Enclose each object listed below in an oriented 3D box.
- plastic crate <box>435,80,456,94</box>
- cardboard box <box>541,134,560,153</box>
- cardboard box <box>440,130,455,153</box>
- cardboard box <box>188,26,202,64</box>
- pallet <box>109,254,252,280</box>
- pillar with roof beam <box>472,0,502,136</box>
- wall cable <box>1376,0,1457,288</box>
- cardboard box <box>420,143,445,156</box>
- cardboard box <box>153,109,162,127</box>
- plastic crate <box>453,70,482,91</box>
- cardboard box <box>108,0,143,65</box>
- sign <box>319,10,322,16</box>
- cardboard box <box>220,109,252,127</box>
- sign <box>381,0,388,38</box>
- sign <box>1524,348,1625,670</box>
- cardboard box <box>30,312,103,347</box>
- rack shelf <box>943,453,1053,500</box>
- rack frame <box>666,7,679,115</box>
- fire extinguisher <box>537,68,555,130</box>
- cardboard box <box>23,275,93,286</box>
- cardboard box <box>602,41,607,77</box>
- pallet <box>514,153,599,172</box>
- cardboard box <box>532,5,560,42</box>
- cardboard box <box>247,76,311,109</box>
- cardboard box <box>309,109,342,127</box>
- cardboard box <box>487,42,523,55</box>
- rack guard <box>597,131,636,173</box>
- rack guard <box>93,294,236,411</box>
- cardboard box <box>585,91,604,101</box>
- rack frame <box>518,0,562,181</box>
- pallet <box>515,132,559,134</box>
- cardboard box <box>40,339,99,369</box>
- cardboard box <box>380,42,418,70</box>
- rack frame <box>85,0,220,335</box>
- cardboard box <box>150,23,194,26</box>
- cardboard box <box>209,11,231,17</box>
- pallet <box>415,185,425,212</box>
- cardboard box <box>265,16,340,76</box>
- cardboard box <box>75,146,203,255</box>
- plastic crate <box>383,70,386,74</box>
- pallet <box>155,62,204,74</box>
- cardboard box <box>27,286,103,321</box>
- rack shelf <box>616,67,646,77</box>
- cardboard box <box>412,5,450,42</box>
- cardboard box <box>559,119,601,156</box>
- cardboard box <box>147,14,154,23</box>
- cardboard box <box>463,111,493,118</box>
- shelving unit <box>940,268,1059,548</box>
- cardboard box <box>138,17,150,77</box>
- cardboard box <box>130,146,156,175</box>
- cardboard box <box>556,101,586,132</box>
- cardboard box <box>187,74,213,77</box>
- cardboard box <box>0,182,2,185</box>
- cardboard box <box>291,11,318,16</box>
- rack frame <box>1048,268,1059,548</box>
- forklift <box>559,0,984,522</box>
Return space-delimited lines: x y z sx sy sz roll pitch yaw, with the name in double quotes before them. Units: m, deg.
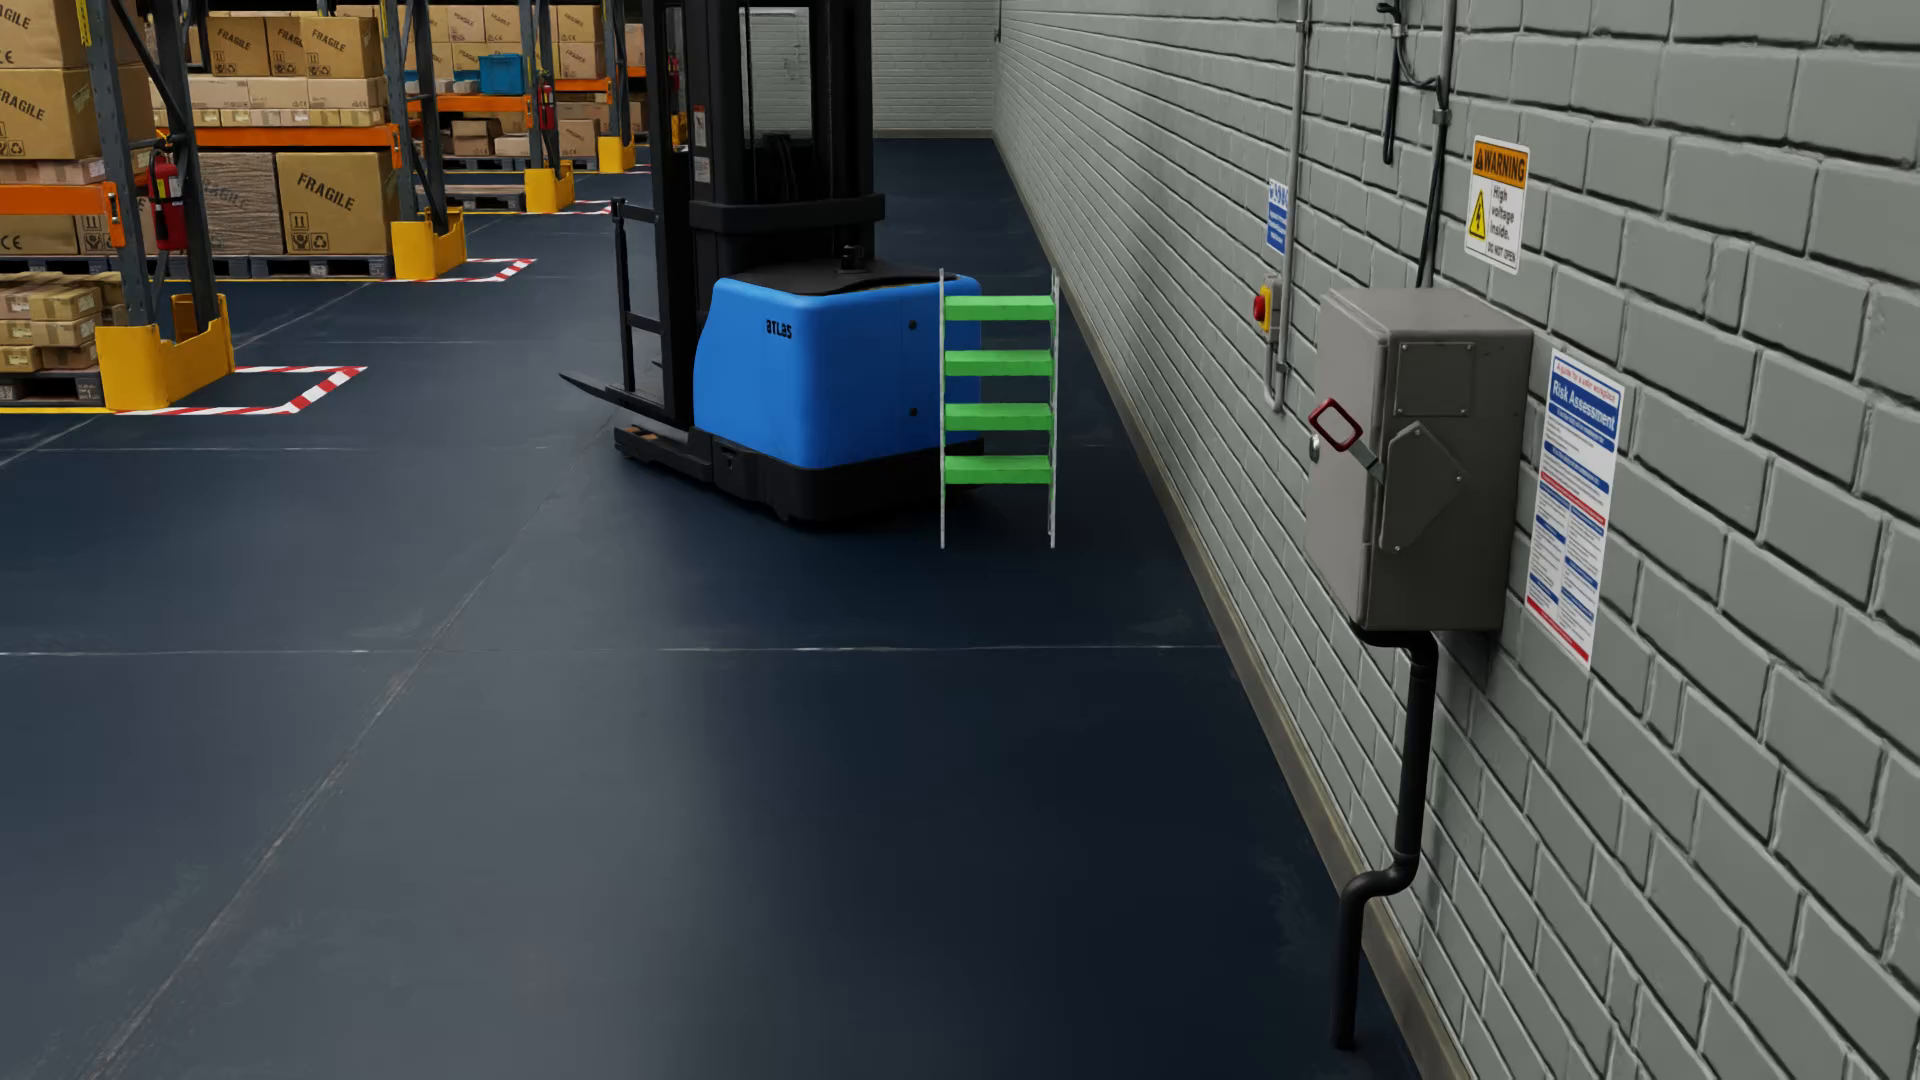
"plastic crate" -6.009 -5.251 19.264 0.243 0.136 0.396 0 18 -1
"cardboard box" -6.029 -5.899 24.732 0.500 0.250 0.500 0 18 -1
"cardboard box" -7.665 -5.920 24.698 0.500 0.311 0.500 0 18 -1
"cardboard box" -10.746 -7.118 23.900 0.500 0.500 0.700 -5 18 -15
"pallet" -6.843 -2.531 15.017 1.213 0.211 1.003 0 18 -1
"pillar with roof beam" -8.308 -10.220 24.600 0.400 9.000 9.100 0 18 -1
"wall cable" 1.000 -0.950 3.859 0.122 1.984 0.588 0 18 -1
"cardboard box" -7.692 -5.701 24.253 0.250 0.166 0.380 0 18 -1
"cardboard box" -6.968 -3.661 14.384 0.250 0.149 0.380 -1 18 -2
"plastic crate" -5.816 -5.449 19.725 0.300 0.233 0.416 0 18 -1
"cardboard box" -5.304 -3.121 10.002 0.500 0.500 0.500 0 18 -1
"sign" -8.968 -7.280 23.359 0.005 0.325 0.100 0 18 -1
"cardboard box" -6.200 -3.664 14.396 0.250 0.149 0.380 -1 18 -2
"sign" -4.833 -4.390 13.963 0.005 0.325 0.100 0 18 -1
"sign" 1.068 -0.062 2.910 0.001 0.494 0.329 0 18 -1
"cardboard box" -5.374 -1.271 10.015 0.250 0.149 0.380 -1 18 -2
"rack shelf" 0.166 -0.283 7.384 0.480 0.148 0.258 0 18 -1
"rack frame" -5.062 -8.430 28.841 0.127 3.000 1.000 0 18 -1
"fire extinguisher" -4.748 -5.052 19.047 0.183 0.674 0.296 0 18 -1
"cardboard box" -5.654 -1.565 10.446 0.250 0.149 0.380 0 18 0
"cardboard box" -5.428 -7.043 24.354 0.500 0.500 0.500 0 18 0
"pallet" -5.854 -5.585 24.537 1.213 0.211 1.003 0 18 -1
"cardboard box" -5.926 -7.352 23.680 0.500 0.500 0.500 0 18 1
"cardboard box" -5.815 -3.876 14.403 0.500 0.250 0.500 -1 18 -2
"cardboard box" -5.439 -3.668 14.407 0.250 0.149 0.380 0 18 0
"cardboard box" -6.442 -6.875 23.830 0.500 0.500 0.500 0 18 0
"rack guard" -5.057 -5.727 24.505 0.348 0.500 1.175 0 18 -1
"rack guard" -4.927 -1.186 10.350 0.348 0.500 1.175 0 18 -1
"cardboard box" -6.396 -7.773 29.134 0.250 0.149 0.380 0 18 0
"rack frame" -4.906 -5.404 19.409 0.127 3.000 1.000 0 18 -1
"pallet" -7.078 -7.070 29.165 1.213 0.211 1.003 0 18 -1
"cardboard box" -5.374 -1.152 10.134 0.250 0.149 0.380 0 18 0
"cardboard box" -7.954 -6.868 23.808 0.500 0.500 0.500 0 18 0
"rack frame" -4.851 -2.376 9.969 0.127 3.000 1.000 0 18 -1
"cardboard box" -13.531 -8.643 28.622 0.500 0.500 0.700 -2 18 -7
"cardboard box" -12.575 -8.871 28.304 0.500 0.250 0.500 0 18 0
"pallet" -6.948 -4.079 19.843 1.213 0.211 1.003 0 18 -1
"cardboard box" -5.812 -4.397 14.798 0.500 0.500 0.500 -1 18 -2
"cardboard box" -7.266 -3.044 14.840 0.875 0.875 0.875 0 18 -1
"plastic crate" -6.775 -5.445 19.710 0.300 0.233 0.416 0 18 -1
"pallet" -11.035 -6.798 24.067 1.213 0.211 1.003 0 18 -1
"cardboard box" -5.376 -1.422 10.000 0.250 0.149 0.380 0 18 0
"rack shelf" -7.062 -8.078 28.921 4.000 0.370 1.077 0 18 -1
"cardboard box" -7.475 -7.343 23.651 0.500 0.500 0.500 -1 18 -2
"cardboard box" -5.520 -5.859 24.197 0.500 0.500 0.500 0 18 -1
"cardboard box" -13.727 -8.941 28.486 0.250 0.149 0.380 -3 18 -10
"cardboard box" -8.313 -7.393 29.012 0.500 0.500 0.700 0 18 0
"shelving unit" 0.166 -0.572 7.291 0.503 1.200 0.258 0 18 -1
"cardboard box" -7.332 -4.228 14.272 0.500 0.500 0.500 -1 18 -3
"cardboard box" -5.180 -2.355 10.315 0.250 0.149 0.380 0 18 -1
"cardboard box" -6.764 -7.401 29.037 0.500 0.500 0.700 -1 18 -3
"cardboard box" -6.856 -4.032 14.889 0.500 0.250 0.500 -1 18 -2
"cardboard box" -5.672 -2.173 9.747 0.250 0.149 0.380 0 18 -1
"cardboard box" -11.056 -8.882 28.337 0.500 0.250 0.500 -1 18 -2
"rack frame" 0.409 -0.573 7.295 0.015 1.200 0.240 0 18 -1
"forklift" -1.180 -1.864 8.485 1.130 2.935 3.031 -13 22 -35
